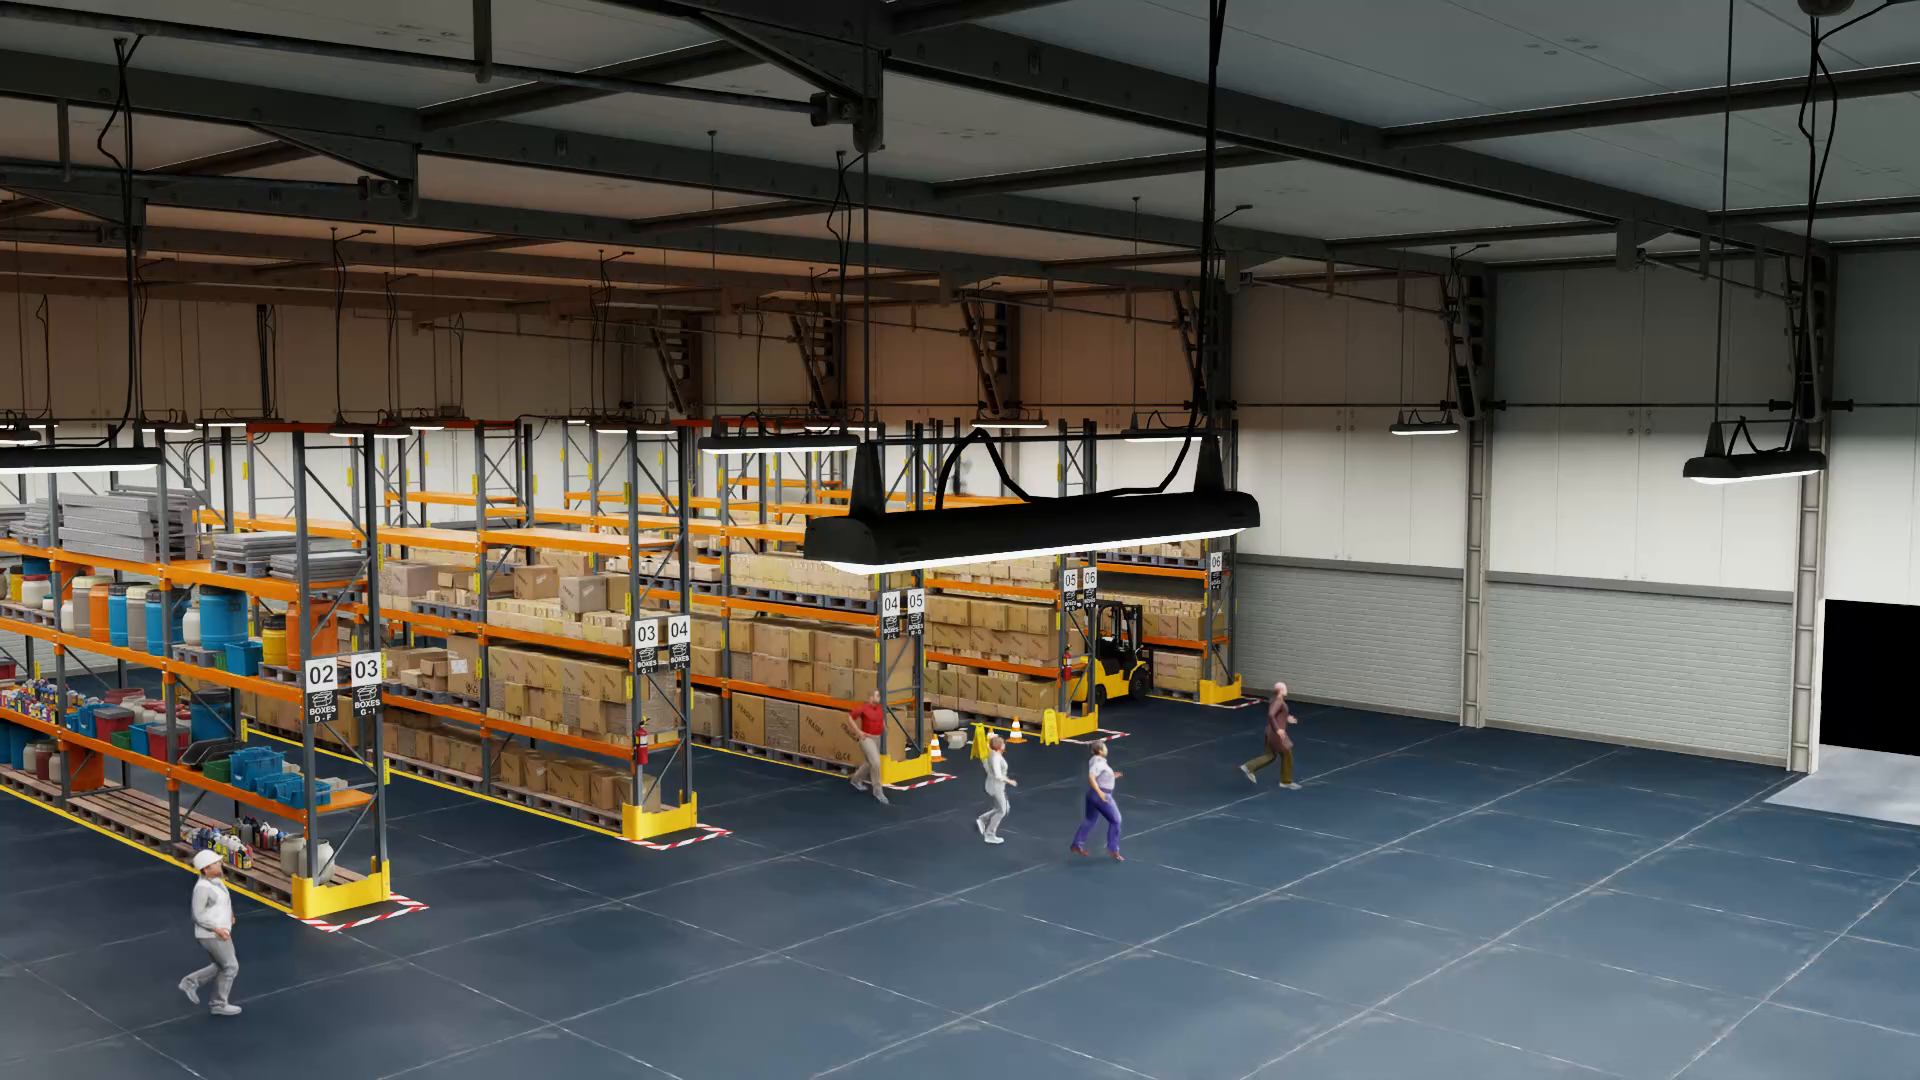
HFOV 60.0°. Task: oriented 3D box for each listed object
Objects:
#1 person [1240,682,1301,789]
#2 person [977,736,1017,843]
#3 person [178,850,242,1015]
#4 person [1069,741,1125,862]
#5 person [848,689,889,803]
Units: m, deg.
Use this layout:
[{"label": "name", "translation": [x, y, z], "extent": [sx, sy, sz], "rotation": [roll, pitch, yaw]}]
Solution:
[{"label": "person", "translation": [5.125, 3.245, 27.332], "extent": [1.008, 1.724, 0.682], "rotation": [0, 5, -5]}, {"label": "person", "translation": [0.529, 3.591, 24.001], "extent": [0.567, 1.557, 0.584], "rotation": [-1, 5, -7]}, {"label": "person", "translation": [-7.790, 4.065, 17.215], "extent": [0.601, 1.748, 0.660], "rotation": [-2, 5, -18]}, {"label": "person", "translation": [1.911, 3.629, 23.042], "extent": [0.767, 1.710, 0.580], "rotation": [-2, 5, -19]}, {"label": "person", "translation": [-1.407, 3.286, 26.843], "extent": [0.924, 1.757, 0.666], "rotation": [3, 5, 31]}]
